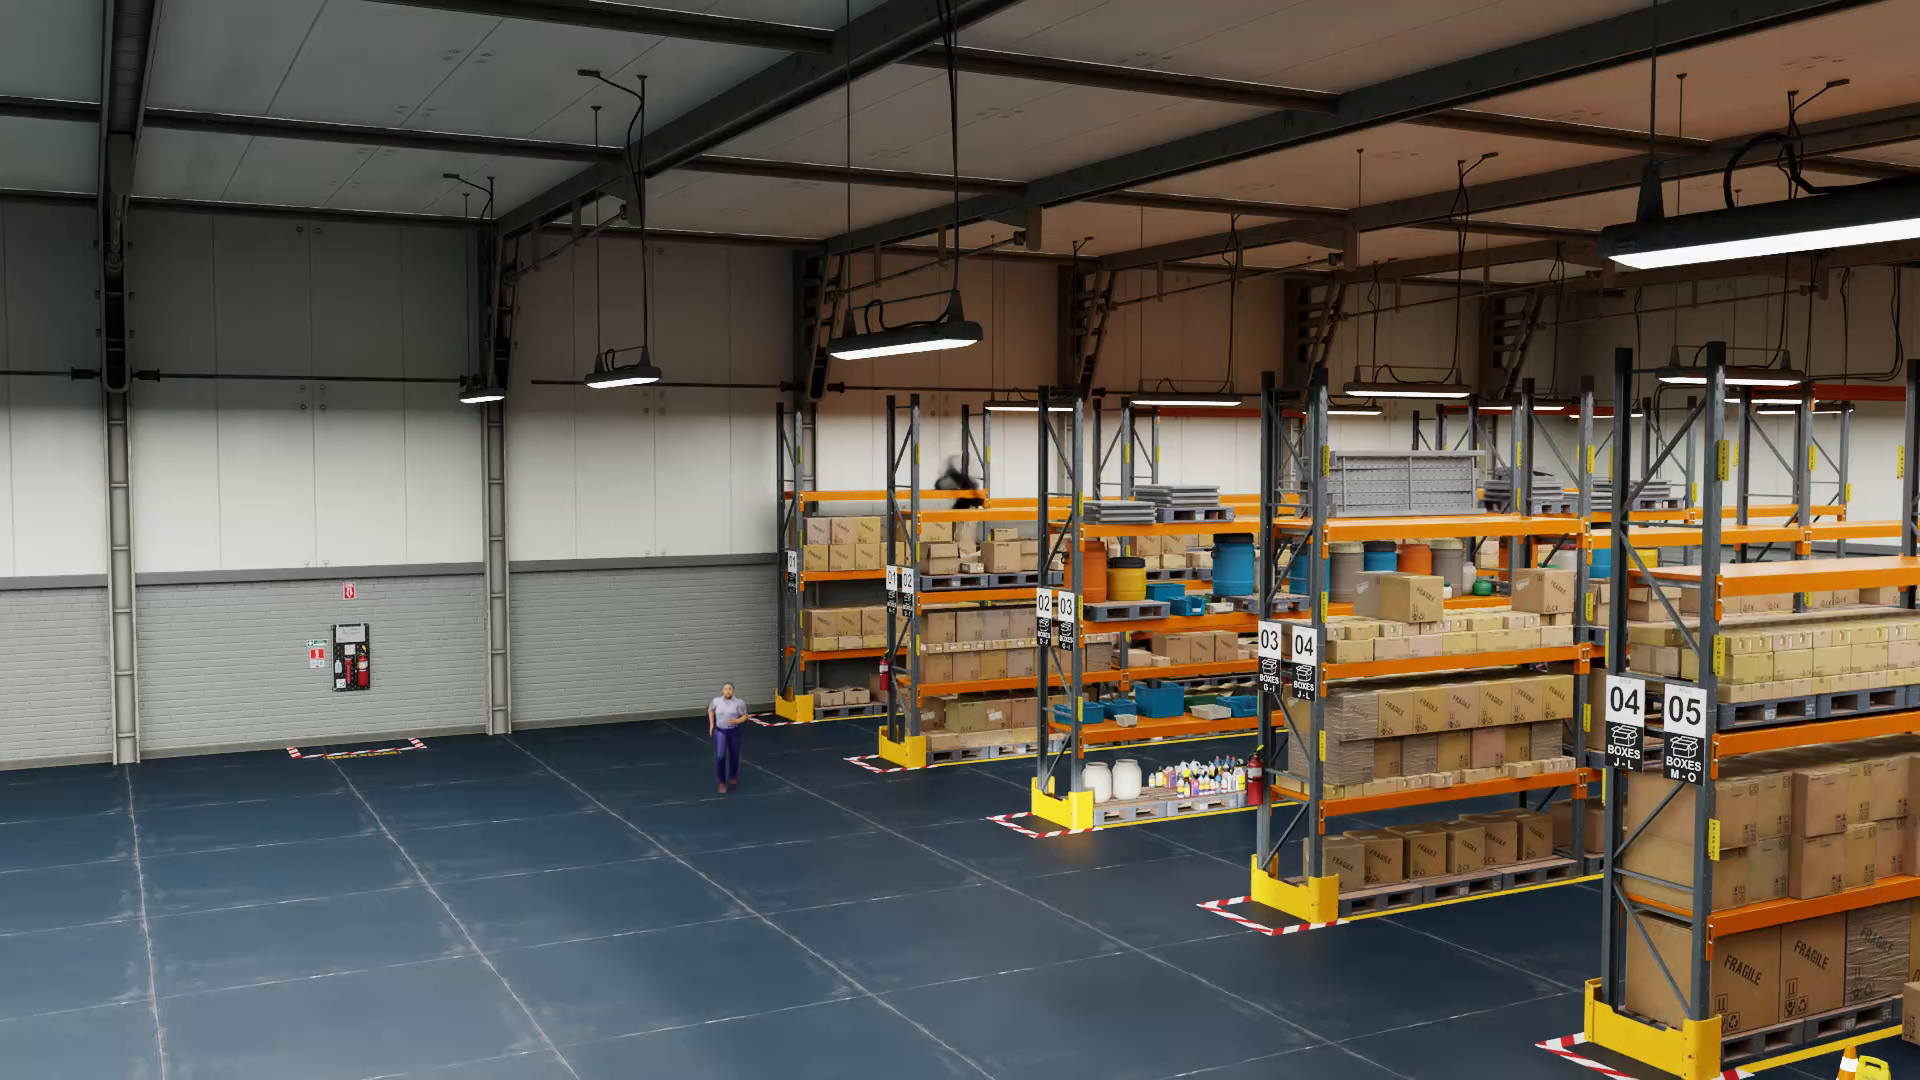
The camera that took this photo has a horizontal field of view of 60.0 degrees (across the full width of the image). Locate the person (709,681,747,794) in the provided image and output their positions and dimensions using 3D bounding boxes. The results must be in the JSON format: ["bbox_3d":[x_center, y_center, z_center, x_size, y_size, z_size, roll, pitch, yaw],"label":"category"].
[{"bbox_3d":[-3.464,2.948,24.831,0.570,1.691,0.788,0,3,-8],"label":"person"}]

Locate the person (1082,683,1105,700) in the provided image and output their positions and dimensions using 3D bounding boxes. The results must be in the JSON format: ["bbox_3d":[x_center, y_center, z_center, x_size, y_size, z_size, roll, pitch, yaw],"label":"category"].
[{"bbox_3d":[2.331,2.377,31.178,0.855,1.644,0.610,-2,4,-36],"label":"person"}]
